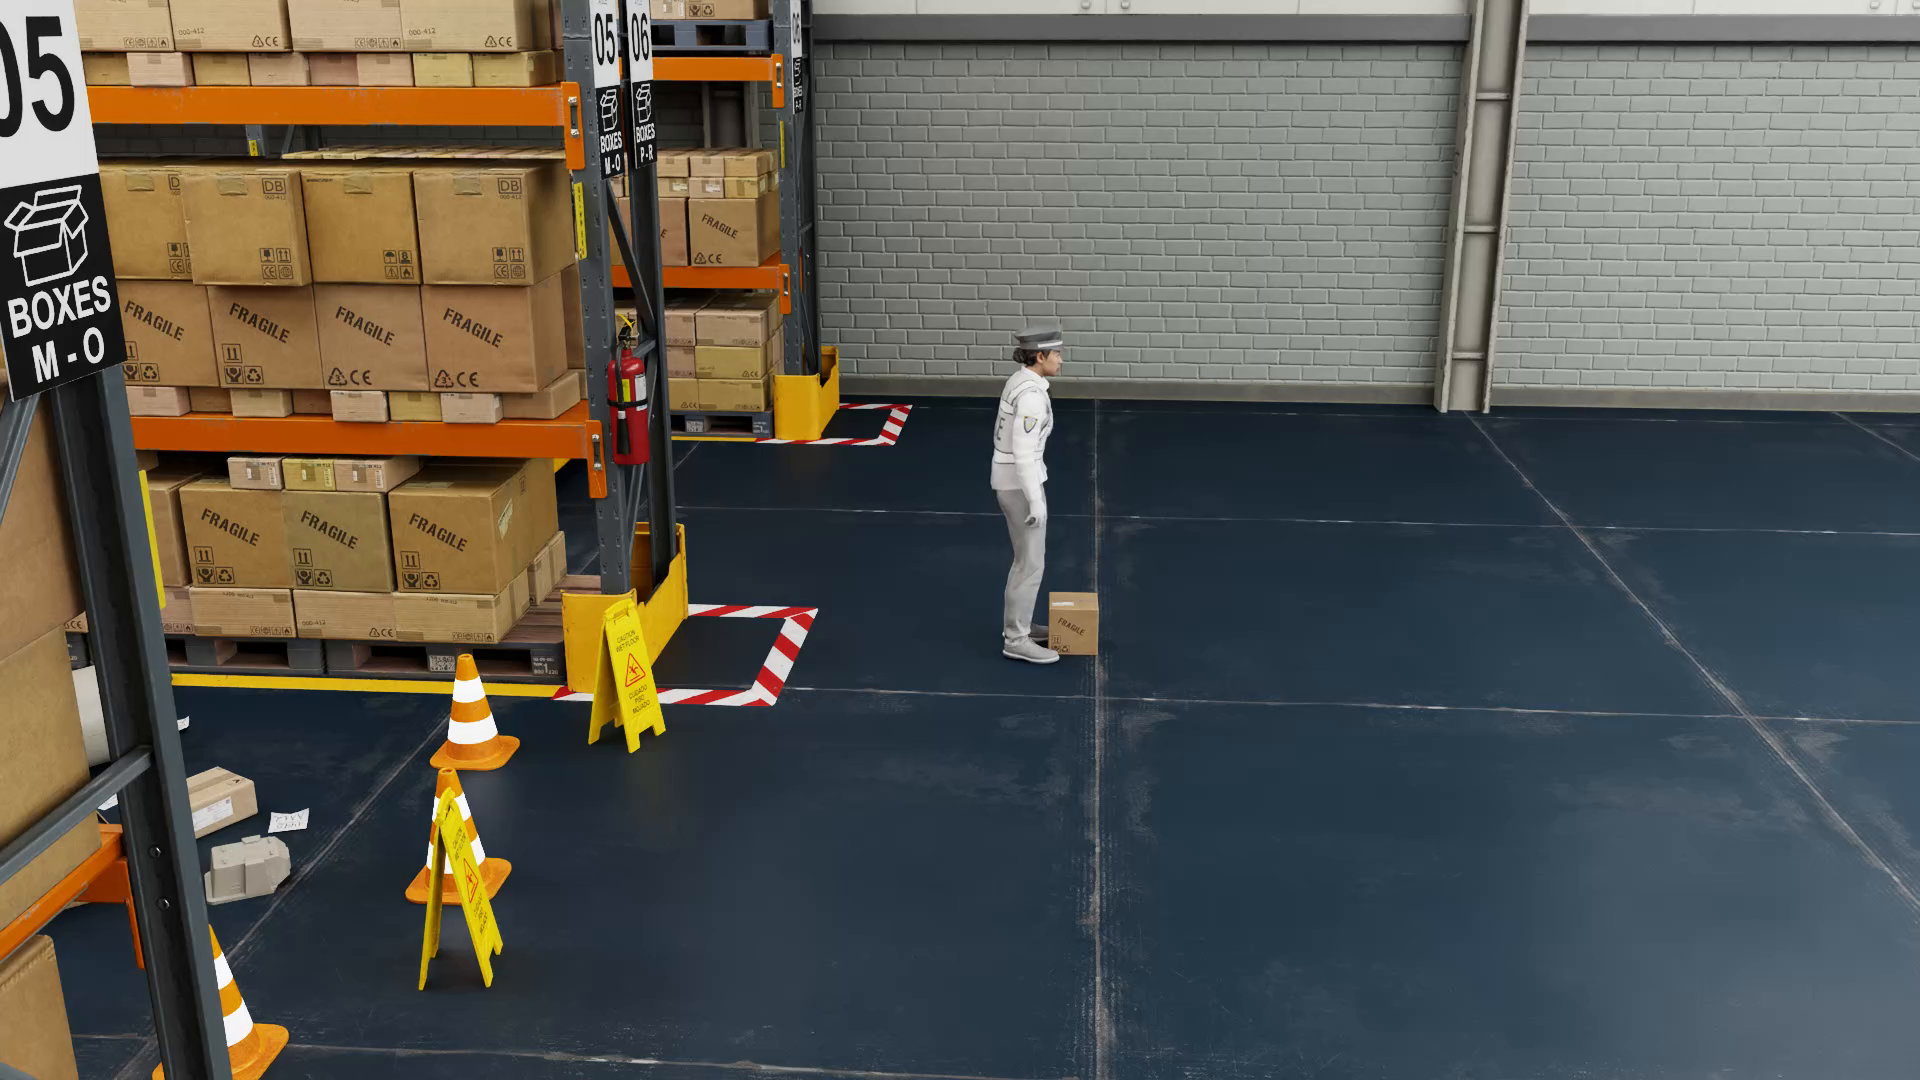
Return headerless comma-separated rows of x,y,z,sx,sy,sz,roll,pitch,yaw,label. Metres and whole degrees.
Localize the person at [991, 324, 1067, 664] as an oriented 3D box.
0.340,-0.251,8.331,0.372,1.666,0.547,0,18,1,person
